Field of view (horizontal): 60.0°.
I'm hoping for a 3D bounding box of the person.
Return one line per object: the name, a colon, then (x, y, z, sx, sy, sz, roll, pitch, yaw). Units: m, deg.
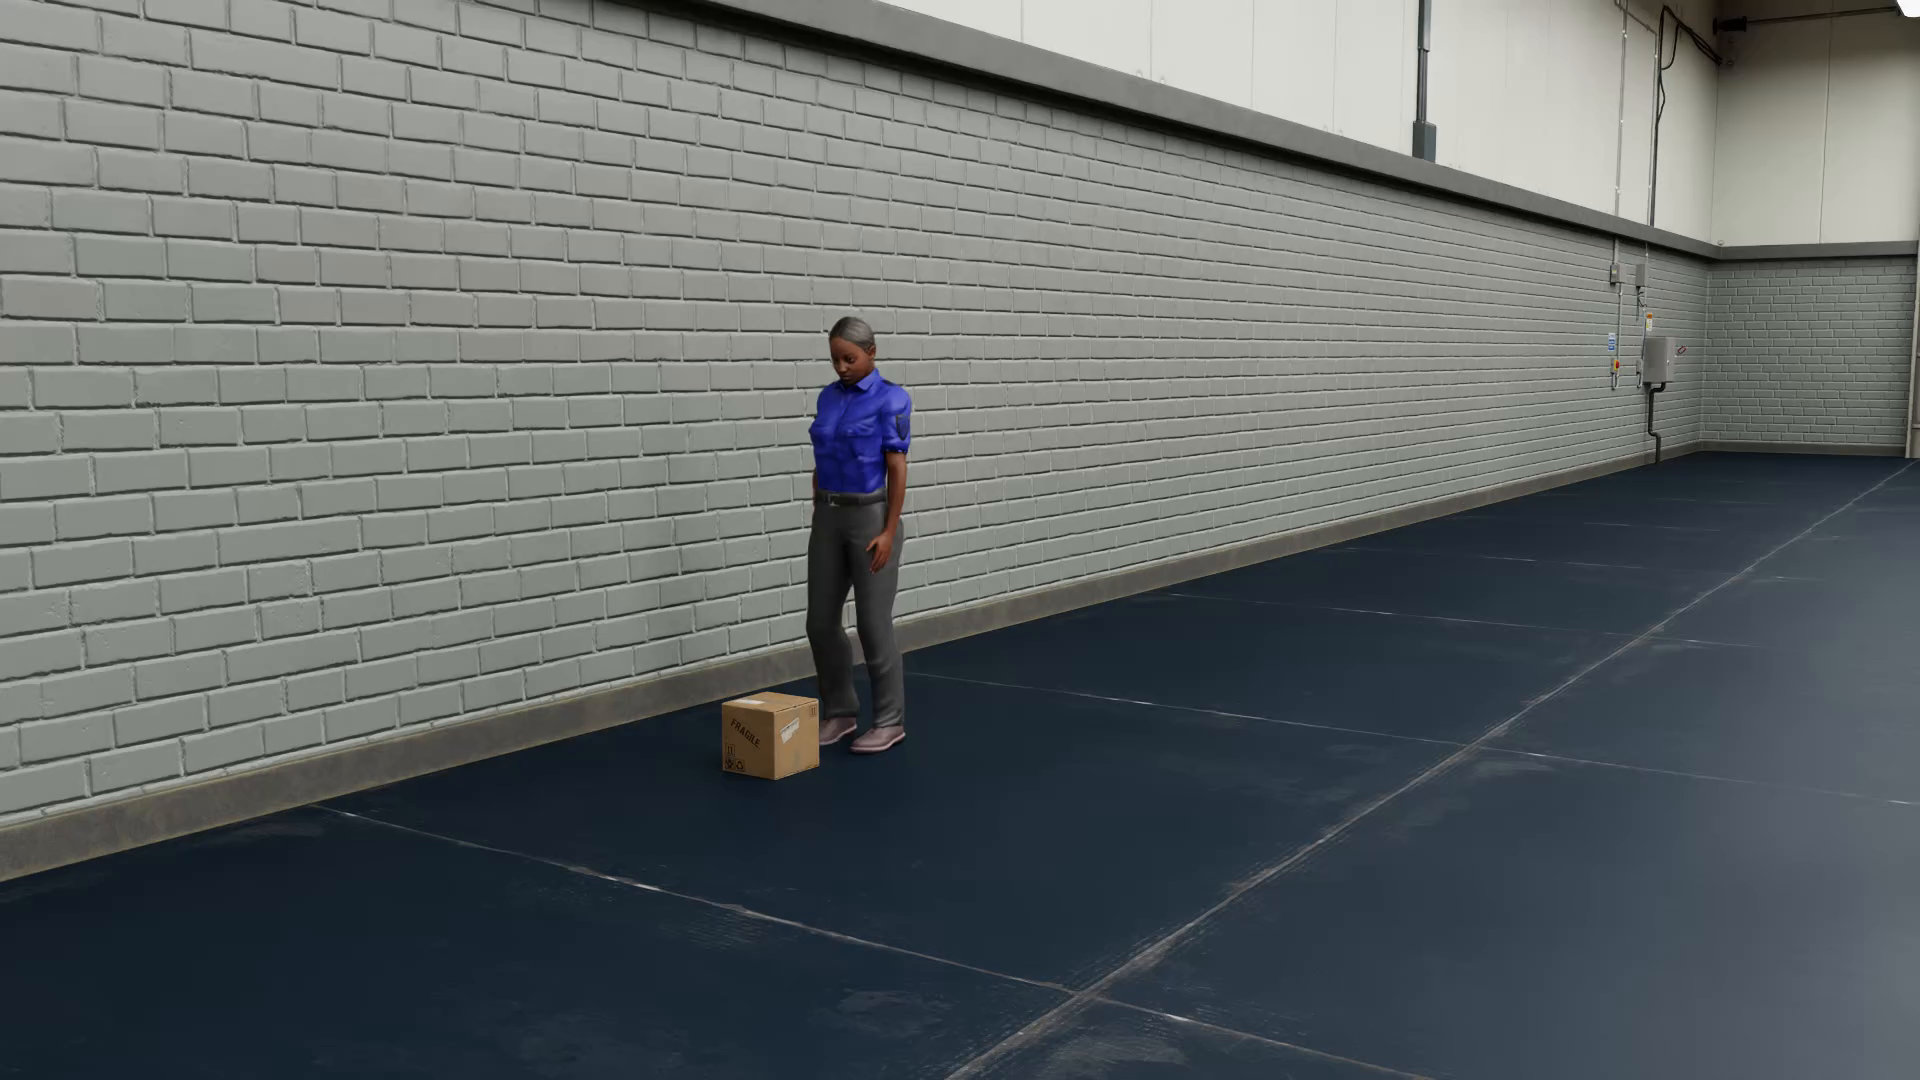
person: (-0.386, -0.021, 6.339, 0.443, 1.646, 0.315, 4, 8, 35)
